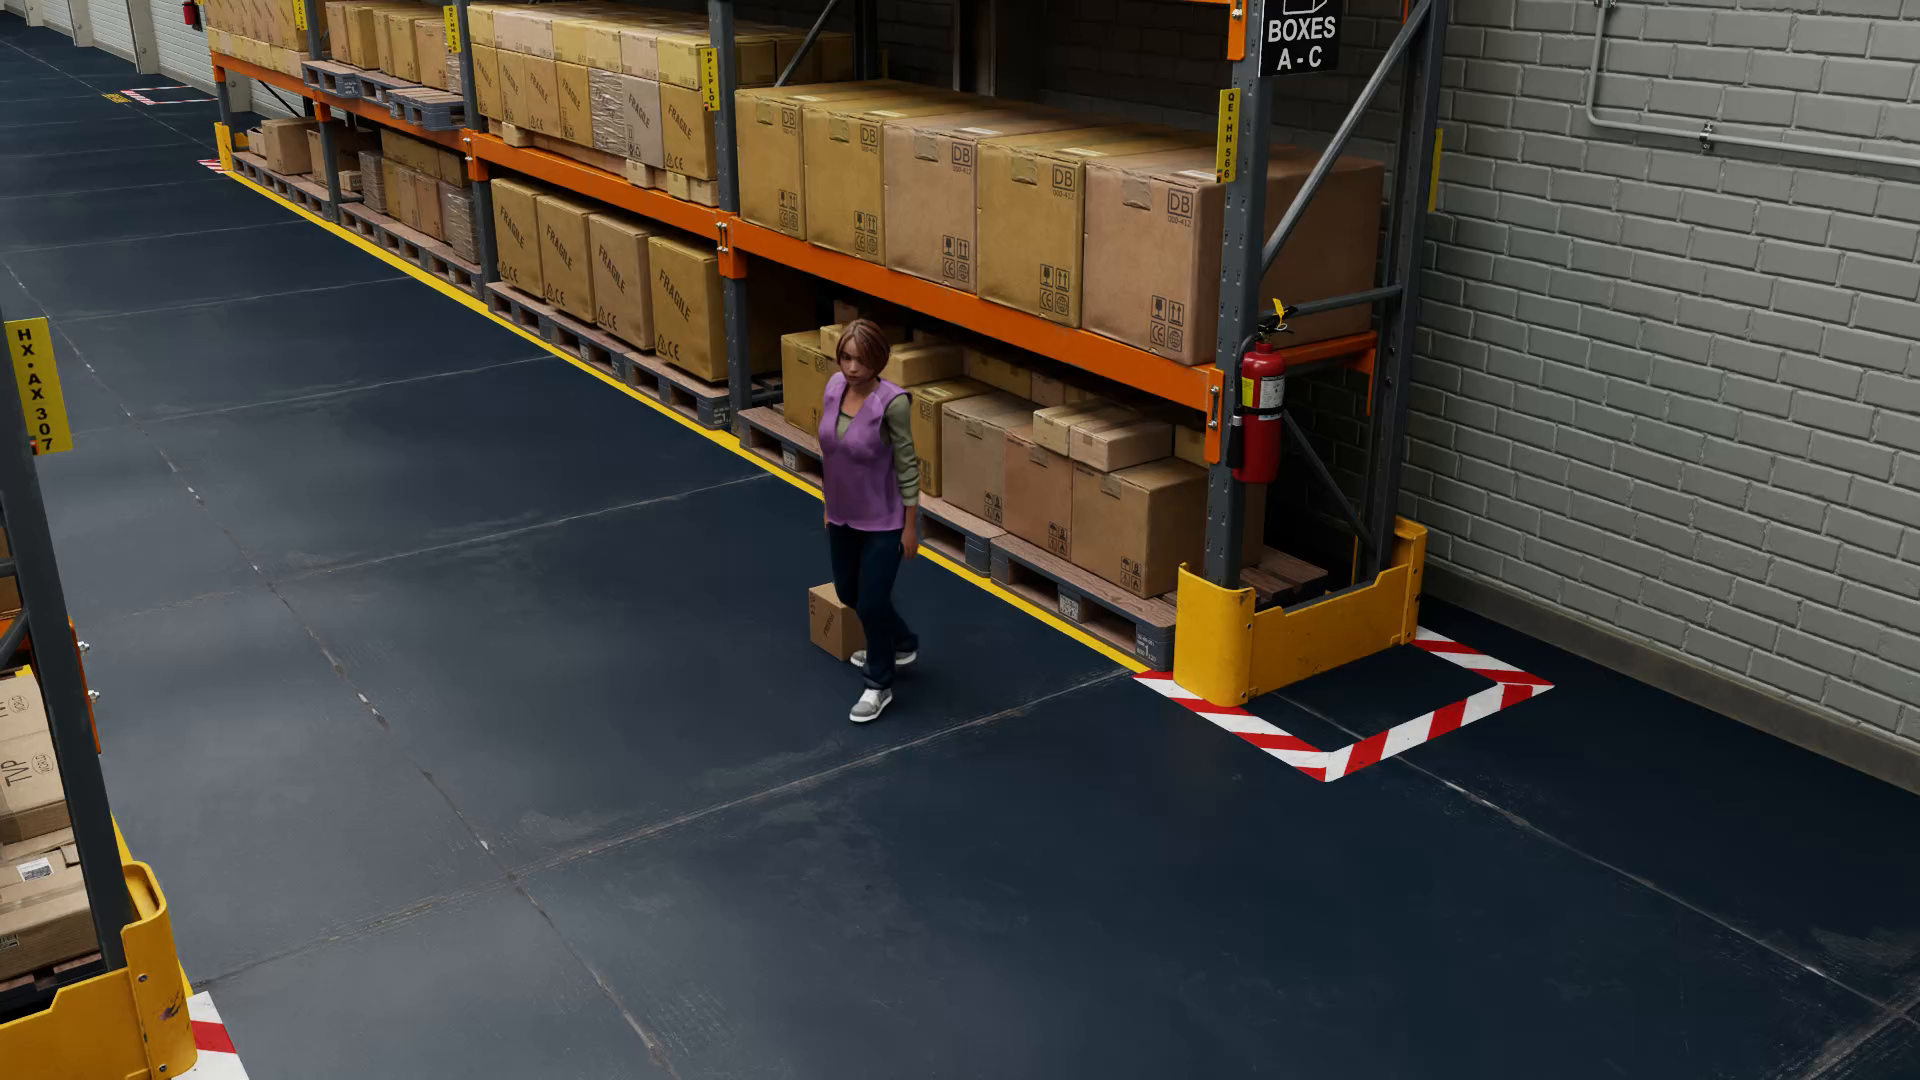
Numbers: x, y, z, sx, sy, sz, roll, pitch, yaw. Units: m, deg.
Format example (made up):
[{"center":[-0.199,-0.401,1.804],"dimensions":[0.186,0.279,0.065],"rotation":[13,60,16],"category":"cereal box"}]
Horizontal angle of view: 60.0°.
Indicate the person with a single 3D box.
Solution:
[{"center":[-0.310,-0.100,6.354],"dimensions":[0.470,1.586,0.508],"rotation":[17,27,36],"category":"person"}]
